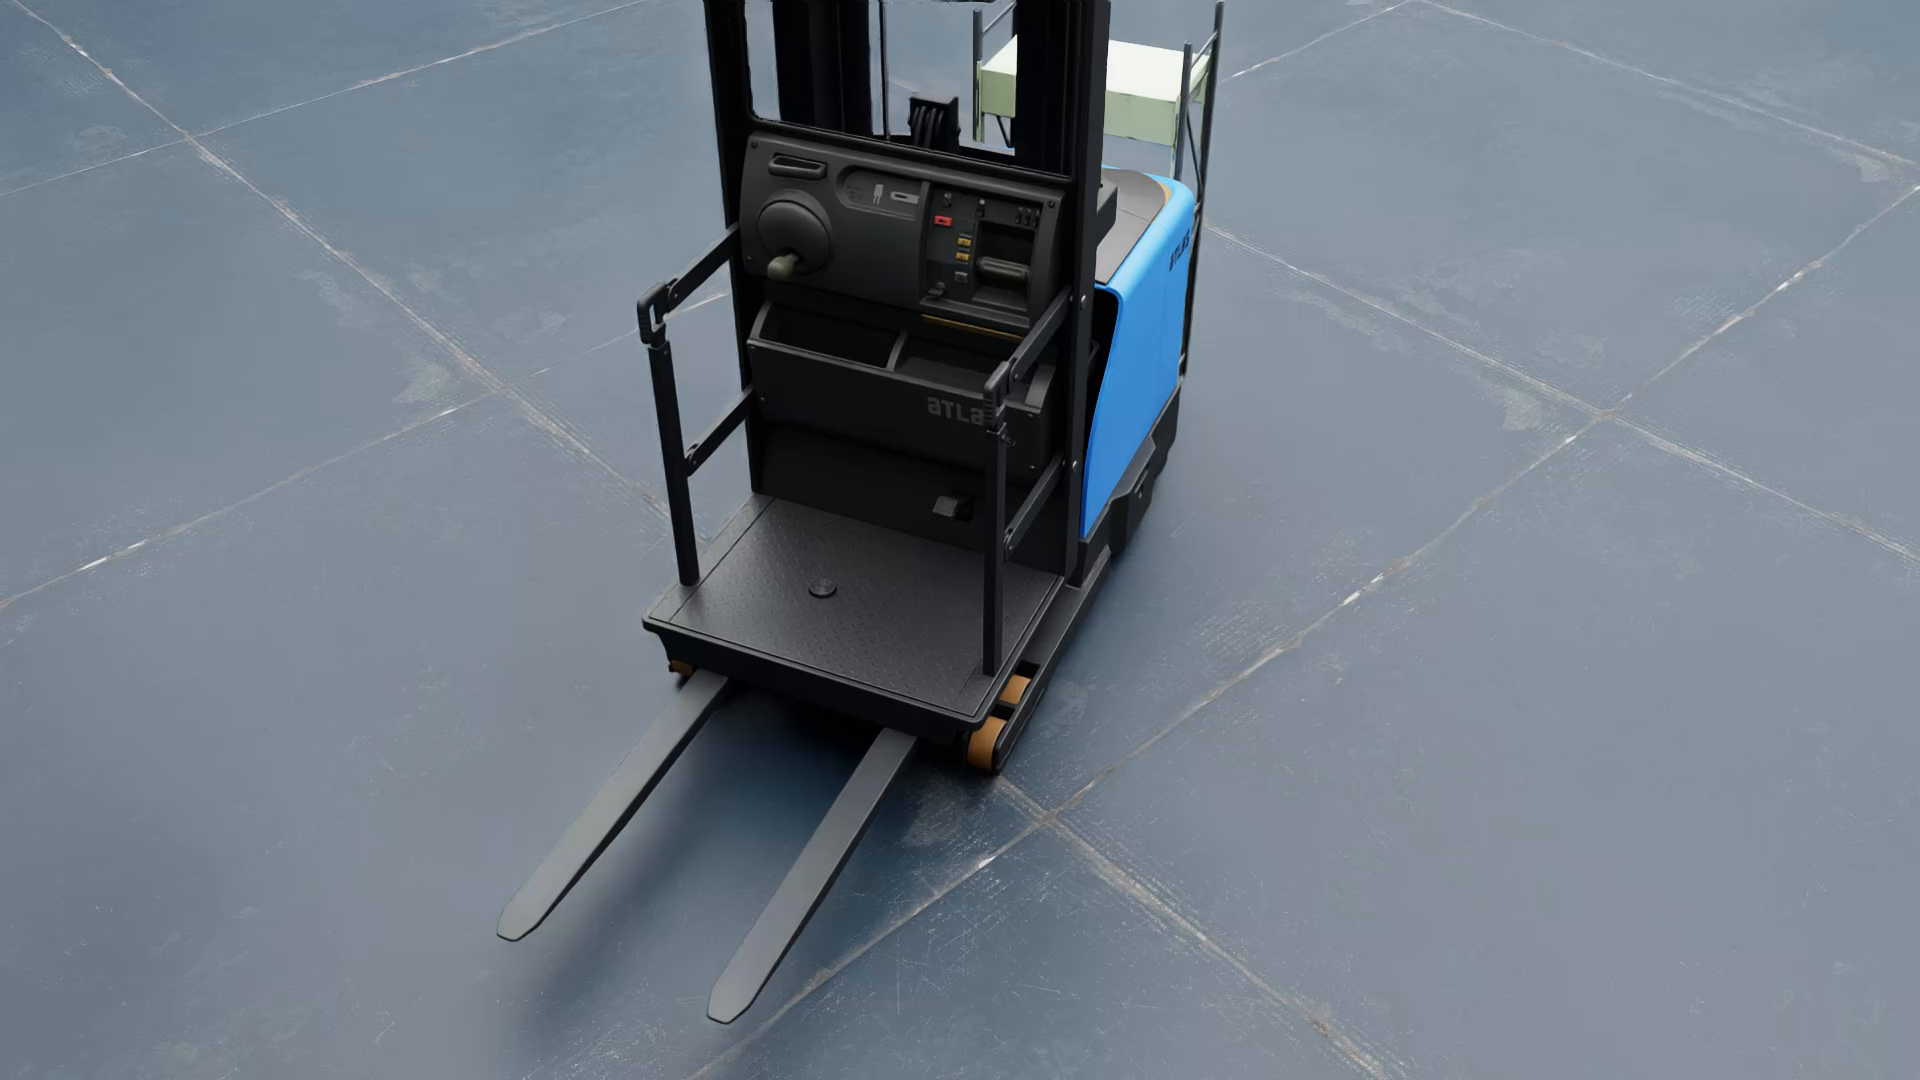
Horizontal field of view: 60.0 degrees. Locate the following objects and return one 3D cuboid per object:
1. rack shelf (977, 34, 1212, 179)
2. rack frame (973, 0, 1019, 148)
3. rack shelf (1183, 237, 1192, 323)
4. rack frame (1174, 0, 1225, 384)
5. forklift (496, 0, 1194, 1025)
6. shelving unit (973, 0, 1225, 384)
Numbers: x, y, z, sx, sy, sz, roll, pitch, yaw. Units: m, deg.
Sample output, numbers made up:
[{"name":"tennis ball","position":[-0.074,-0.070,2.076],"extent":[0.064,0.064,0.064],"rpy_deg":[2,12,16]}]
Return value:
[{"name":"rack shelf","position":[0.470,-1.517,5.814],"extent":[0.720,0.370,0.431],"rpy_deg":[15,41,18]},{"name":"rack frame","position":[0.133,-1.303,6.170],"extent":[0.023,1.500,0.400],"rpy_deg":[15,41,18]},{"name":"rack shelf","position":[0.470,-0.960,6.264],"extent":[0.720,0.370,0.431],"rpy_deg":[15,41,18]},{"name":"rack frame","position":[0.807,-1.124,5.948],"extent":[0.023,1.500,0.400],"rpy_deg":[15,41,18]},{"name":"forklift","position":[-0.258,-0.767,4.367],"extent":[1.130,2.935,3.031],"rpy_deg":[15,41,18]},{"name":"shelving unit","position":[0.470,-1.214,6.059],"extent":[0.755,1.500,0.431],"rpy_deg":[15,41,18]}]
